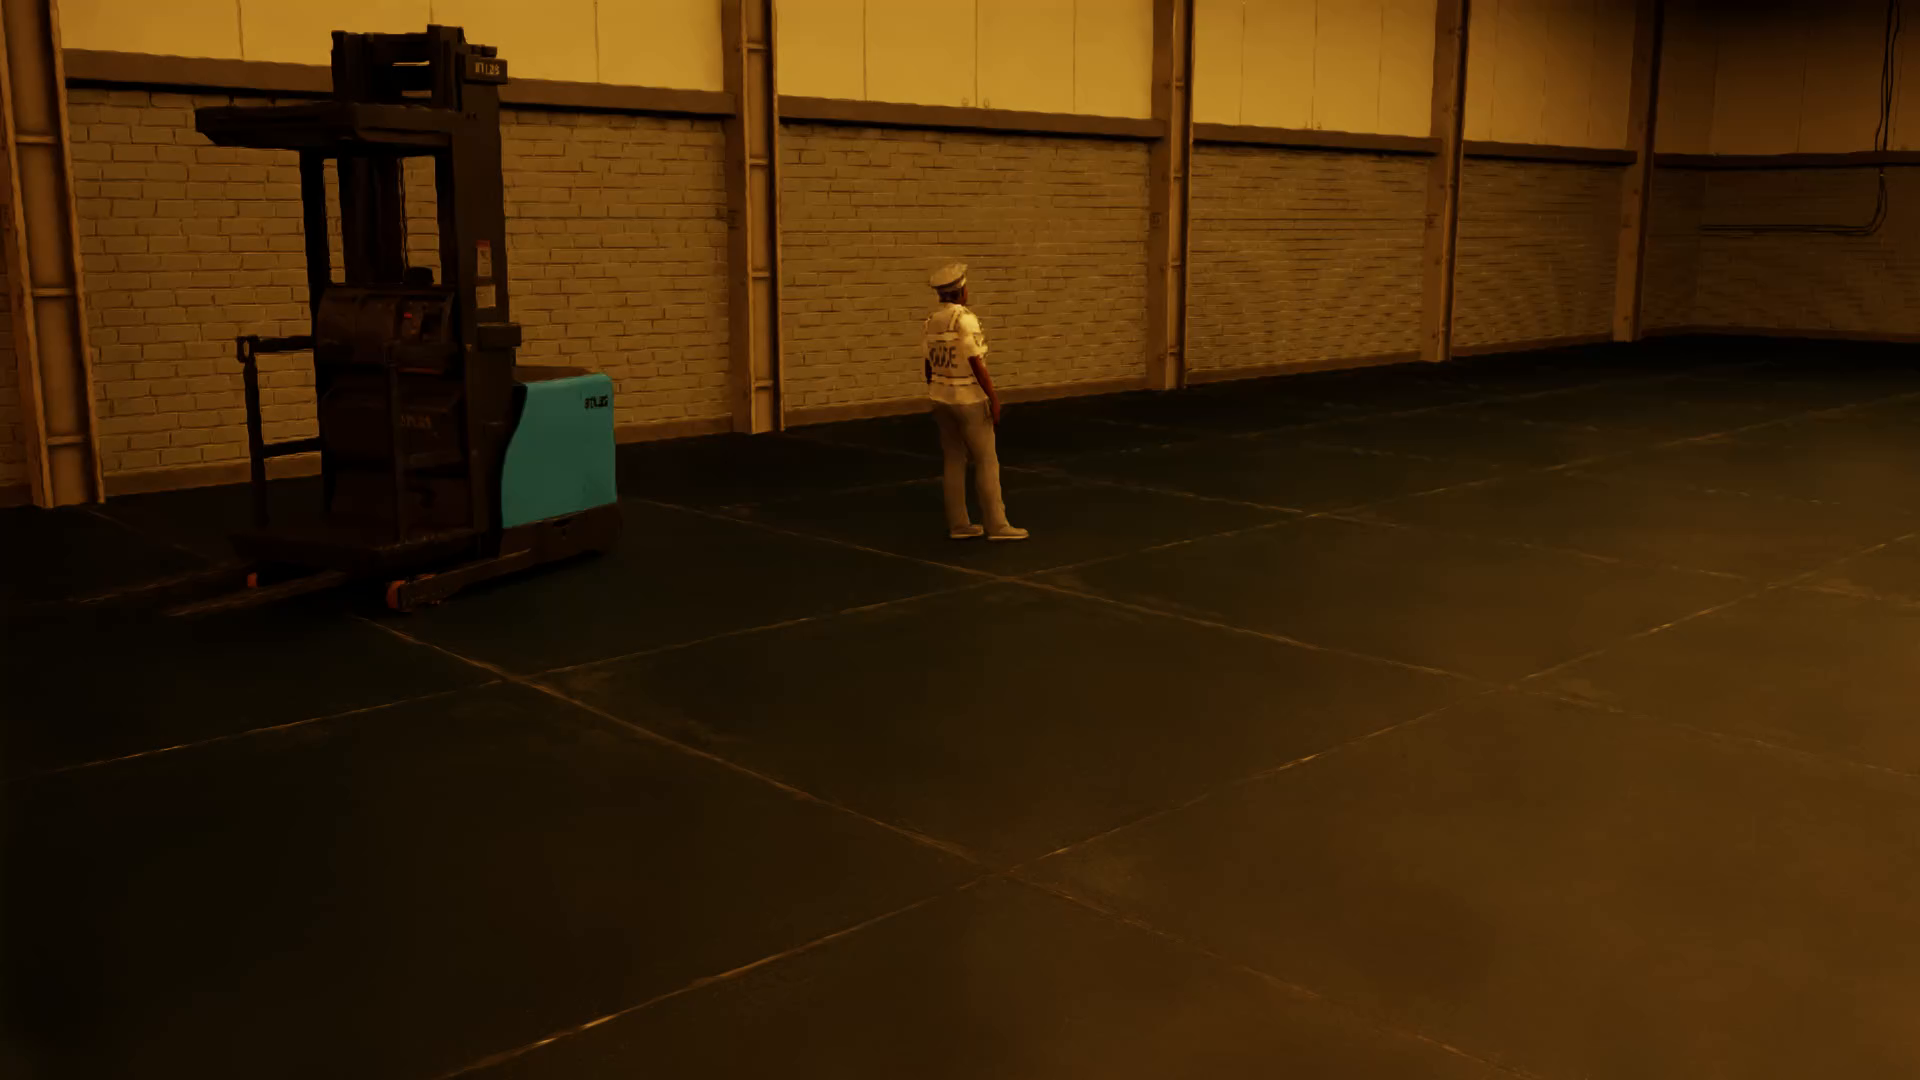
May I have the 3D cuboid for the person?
[{"bbox_3d":[0.068,-0.847,10.215,0.529,1.695,0.570,-10,15,-42],"label":"person"}]

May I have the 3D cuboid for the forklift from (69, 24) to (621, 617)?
[{"bbox_3d":[-3.137,-1.165,8.621,1.130,2.935,3.031,5,12,26],"label":"forklift"}]
